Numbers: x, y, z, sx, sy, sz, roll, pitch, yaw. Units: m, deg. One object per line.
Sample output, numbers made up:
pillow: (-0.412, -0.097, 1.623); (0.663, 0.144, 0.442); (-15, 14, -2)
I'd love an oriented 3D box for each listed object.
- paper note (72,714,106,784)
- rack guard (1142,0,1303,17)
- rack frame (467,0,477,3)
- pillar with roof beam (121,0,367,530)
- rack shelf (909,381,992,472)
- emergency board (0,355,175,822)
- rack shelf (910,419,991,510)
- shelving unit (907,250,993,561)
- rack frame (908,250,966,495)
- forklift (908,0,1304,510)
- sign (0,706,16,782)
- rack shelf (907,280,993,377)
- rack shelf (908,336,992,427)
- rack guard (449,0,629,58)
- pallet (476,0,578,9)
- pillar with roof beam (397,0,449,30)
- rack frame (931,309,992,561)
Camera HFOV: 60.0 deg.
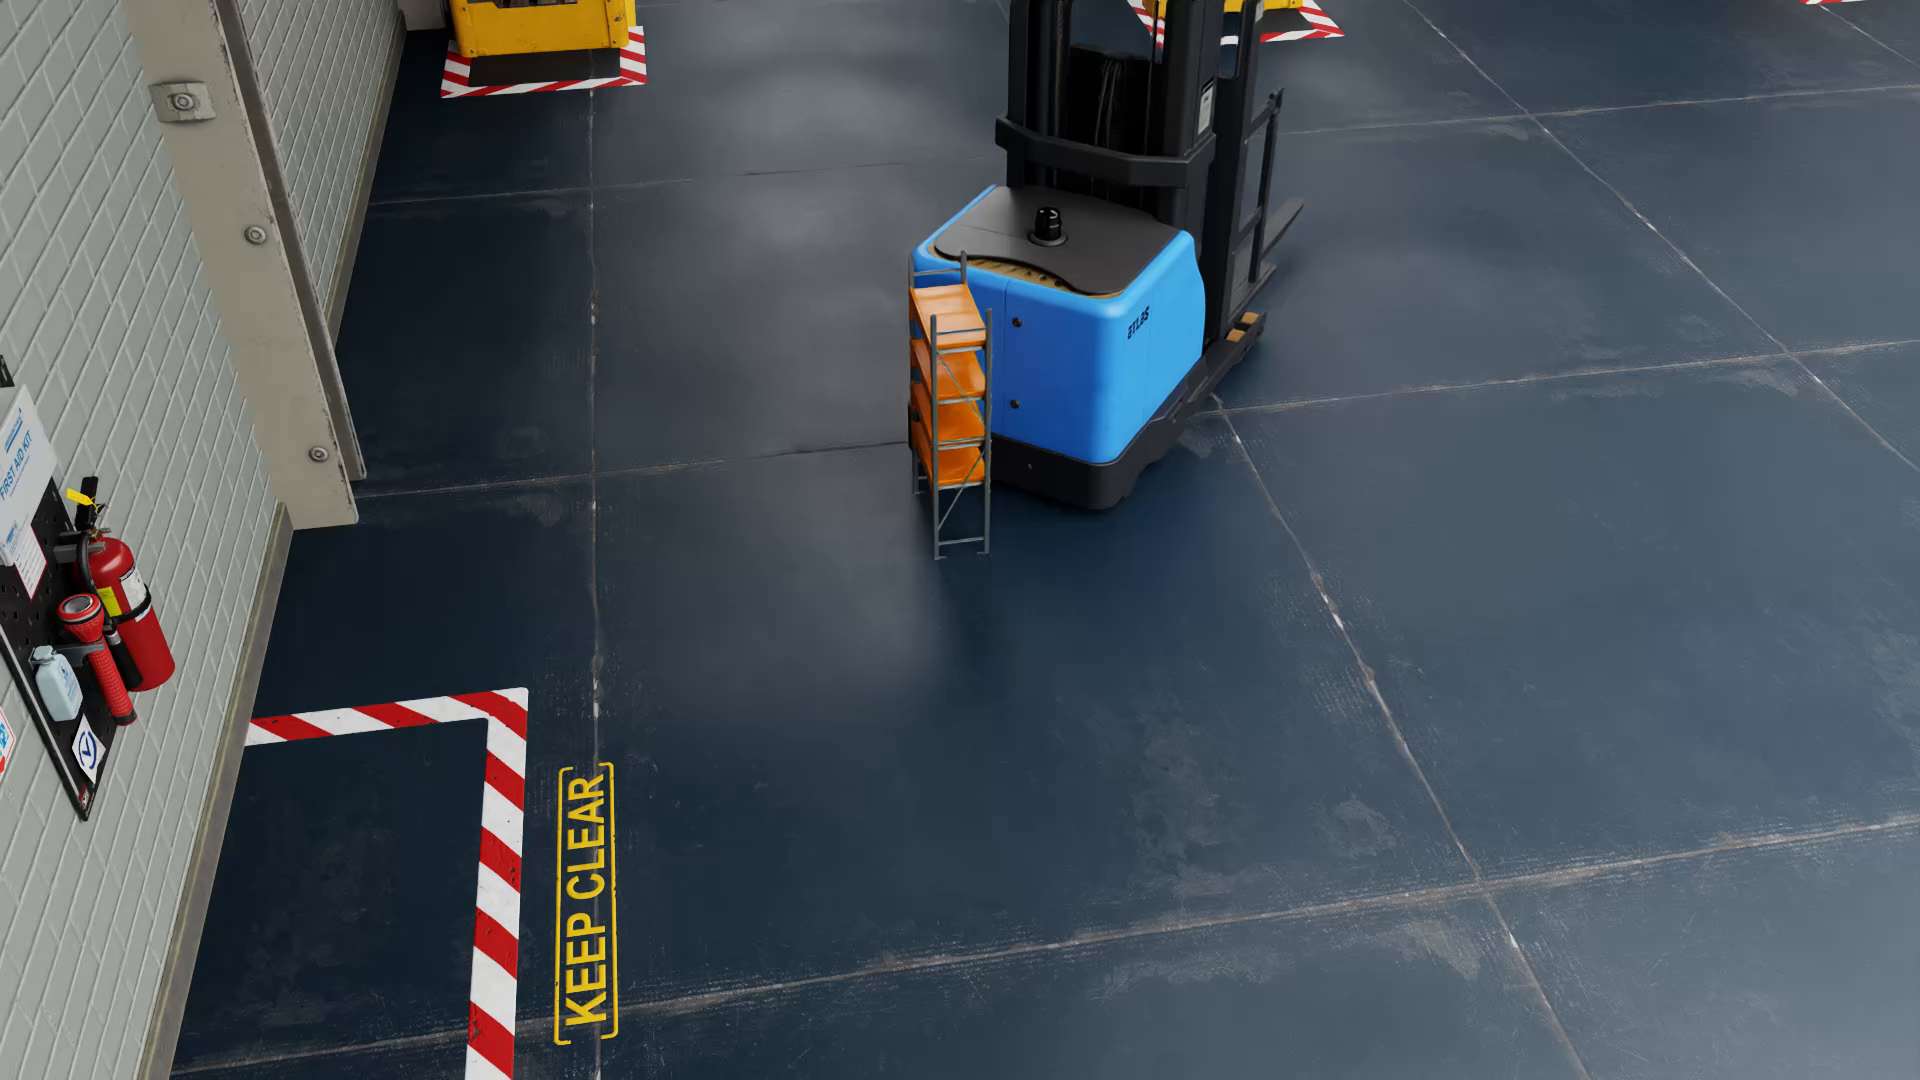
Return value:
paper note: (-2.490, 0.597, 4.755); (0.016, 0.148, 0.142); (-6, 38, -8)
rack guard: (1.954, -4.190, 12.236); (1.175, 0.500, 0.348); (-6, 38, -8)
rack frame: (-2.926, -4.656, 10.799); (1.000, 3.000, 0.127); (-6, 38, -8)
pillar with roof beam: (1.390, -4.194, 5.314); (9.100, 9.000, 0.400); (-6, 38, -8)
rack shelf: (-0.044, -0.498, 7.023); (0.258, 0.148, 0.480); (-7, 38, -9)
emergency board: (-2.453, 0.135, 4.632); (0.194, 1.169, 0.643); (-6, 38, -8)
rack shelf: (-0.044, -0.341, 7.144); (0.258, 0.148, 0.480); (-7, 38, -9)
shelving unit: (-0.044, -0.551, 6.981); (0.258, 1.200, 0.503); (-7, 38, -9)
rack frame: (-0.093, -0.698, 7.170); (0.240, 1.200, 0.015); (-7, 38, -9)
forklift: (0.912, -2.178, 7.664); (1.130, 2.935, 3.031); (19, 42, 22)
sign: (-2.458, 0.466, 4.177); (0.001, 0.329, 0.234); (-6, 38, -8)
rack shelf: (-0.044, -0.861, 6.740); (0.258, 0.148, 0.480); (-7, 38, -9)
rack shelf: (-0.044, -0.675, 6.885); (0.258, 0.148, 0.480); (-7, 38, -9)
rack guard: (-2.940, -3.715, 11.625); (1.175, 0.500, 0.348); (-6, 38, -8)
pallet: (-3.047, -4.096, 12.350); (1.003, 0.211, 1.213); (-6, 38, -8)
pillar with roof beam: (0.338, -7.818, 9.979); (9.100, 9.000, 0.400); (-6, 38, -8)
rack frame: (0.006, -0.404, 6.793); (0.240, 1.200, 0.015); (-7, 38, -9)
